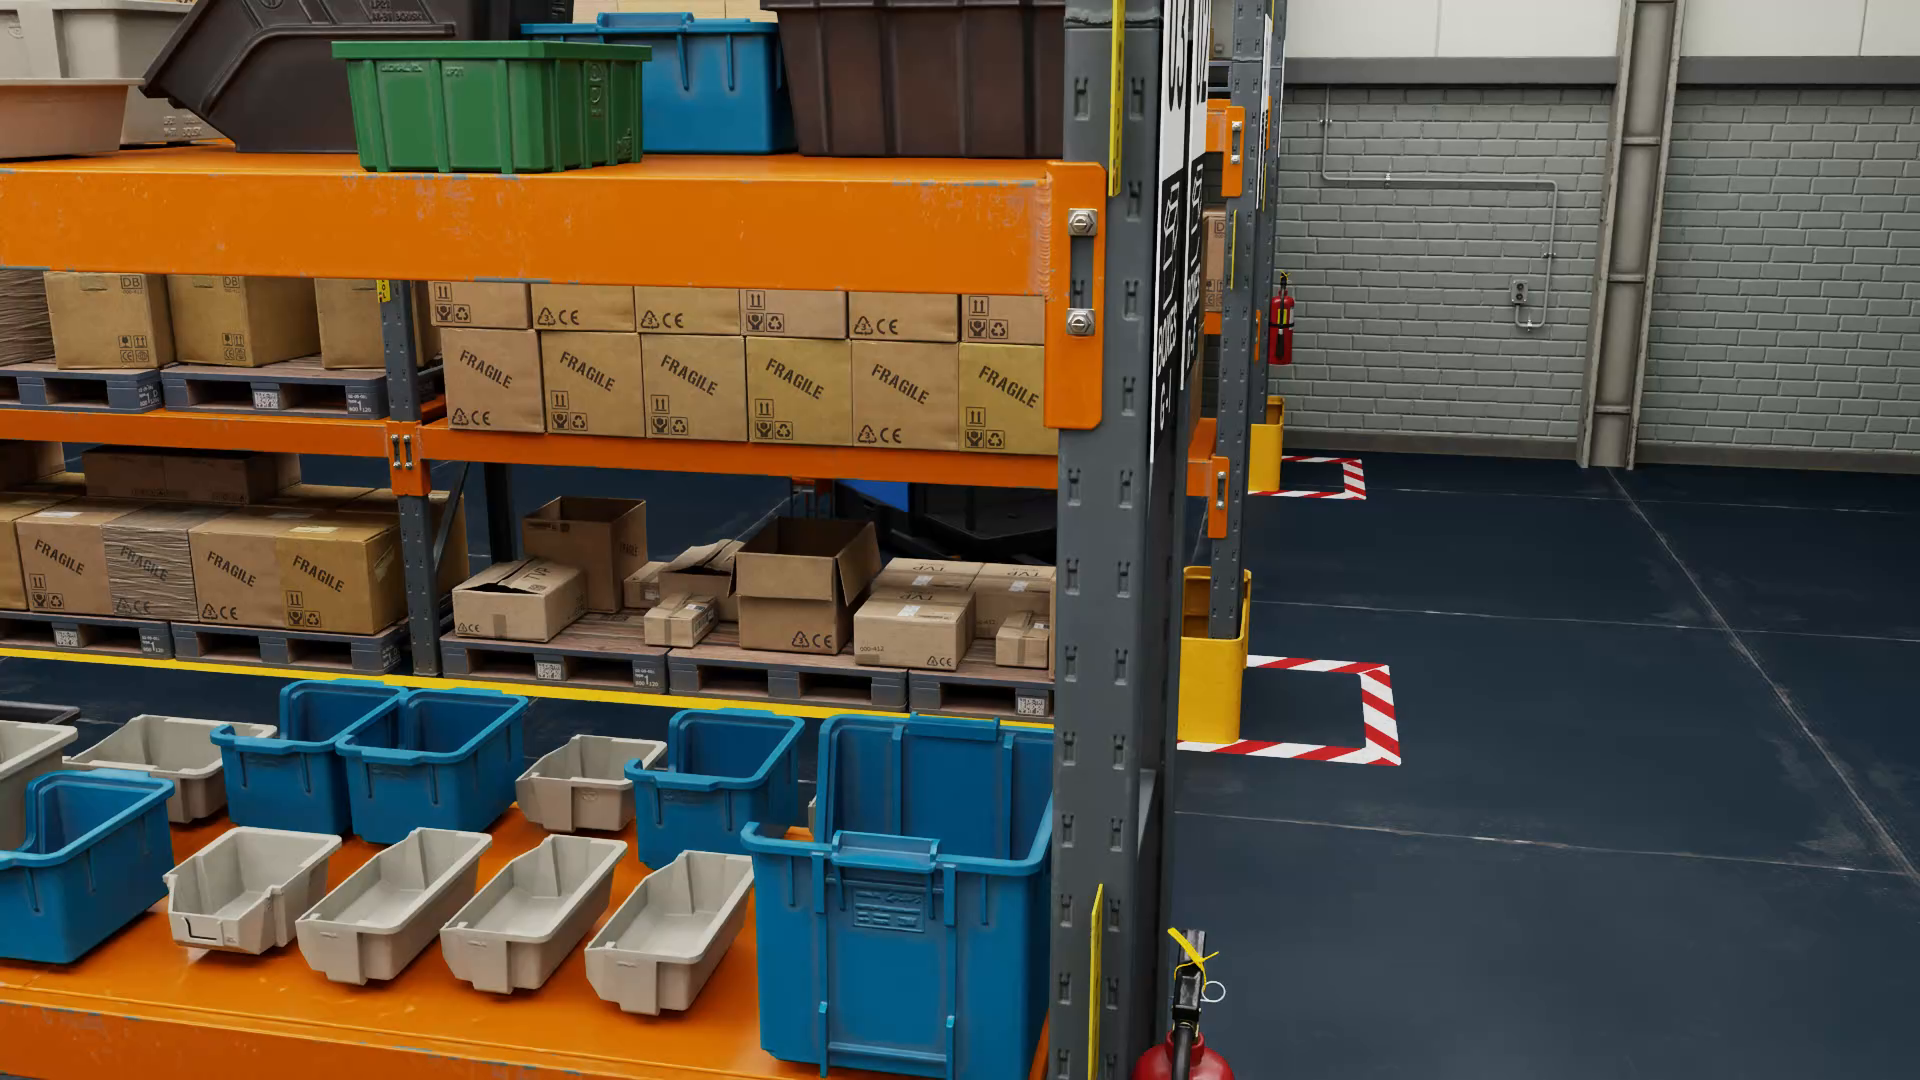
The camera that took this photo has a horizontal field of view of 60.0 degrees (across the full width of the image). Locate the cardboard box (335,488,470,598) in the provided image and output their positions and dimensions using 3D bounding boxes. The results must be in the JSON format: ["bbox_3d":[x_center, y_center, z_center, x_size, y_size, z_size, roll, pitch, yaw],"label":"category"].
[{"bbox_3d":[-3.053,0.025,9.139,0.500,0.500,0.500,2,16,9],"label":"cardboard box"}]

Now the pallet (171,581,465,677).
[{"bbox_3d":[-3.432,0.433,9.034,1.213,0.211,1.003,3,16,11],"label":"pallet"}]

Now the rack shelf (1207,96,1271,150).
[{"bbox_3d":[0.316,-3.166,12.532,4.000,0.370,1.077,3,16,11],"label":"rack shelf"}]

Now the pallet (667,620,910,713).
[{"bbox_3d":[-0.756,0.567,8.549,1.213,0.211,1.003,3,16,11],"label":"pallet"}]

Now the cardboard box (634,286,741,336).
[{"bbox_3d":[-1.213,-1.254,7.841,0.500,0.500,0.500,3,16,9],"label":"cardboard box"}]

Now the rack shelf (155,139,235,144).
[{"bbox_3d":[-4.588,-2.083,8.621,4.000,0.370,1.077,3,16,11],"label":"rack shelf"}]

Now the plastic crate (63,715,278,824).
[{"bbox_3d":[-1.852,0.530,3.841,0.466,0.136,0.293,3,16,11],"label":"plastic crate"}]

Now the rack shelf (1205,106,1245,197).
[{"bbox_3d":[-0.668,-1.870,7.853,4.000,0.370,1.077,3,16,11],"label":"rack shelf"}]

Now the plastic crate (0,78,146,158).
[{"bbox_3d":[-1.773,-0.733,2.893,0.530,0.136,0.437,3,16,11],"label":"plastic crate"}]

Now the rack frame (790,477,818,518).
[{"bbox_3d":[-1.049,-0.571,11.085,0.200,1.050,0.008,6,16,20],"label":"rack frame"}]

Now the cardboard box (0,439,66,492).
[{"bbox_3d":[-5.528,-0.469,9.520,0.500,0.250,0.500,4,16,13],"label":"cardboard box"}]

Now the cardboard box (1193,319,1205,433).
[{"bbox_3d":[0.910,-0.806,8.094,0.500,0.500,0.500,3,16,12],"label":"cardboard box"}]

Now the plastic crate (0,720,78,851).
[{"bbox_3d":[-2.159,0.576,3.405,0.530,0.282,0.437,3,16,11],"label":"plastic crate"}]

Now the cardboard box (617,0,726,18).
[{"bbox_3d":[-1.223,-2.345,7.565,0.500,0.250,0.500,3,16,11],"label":"cardboard box"}]

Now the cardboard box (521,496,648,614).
[{"bbox_3d":[-2.013,0.071,8.975,0.500,0.500,0.500,3,16,11],"label":"cardboard box"}]

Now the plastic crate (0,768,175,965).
[{"bbox_3d":[-1.762,0.640,3.263,0.300,0.233,0.416,3,16,11],"label":"plastic crate"}]

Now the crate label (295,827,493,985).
[{"bbox_3d":[-1.093,0.705,3.209,0.243,0.136,0.396,3,16,11],"label":"crate label"}]

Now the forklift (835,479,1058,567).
[{"bbox_3d":[0.346,-1.254,10.027,1.130,2.935,3.031,-9,18,-30],"label":"forklift"}]

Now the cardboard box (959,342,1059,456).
[{"bbox_3d":[0.290,-0.692,7.685,0.500,0.500,0.500,3,16,12],"label":"cardboard box"}]

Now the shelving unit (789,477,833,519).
[{"bbox_3d":[-1.006,-0.601,11.195,0.215,1.050,0.252,6,16,20],"label":"shelving unit"}]

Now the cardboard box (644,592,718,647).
[{"bbox_3d":[-1.410,0.398,8.419,0.250,0.166,0.380,3,16,11],"label":"cardboard box"}]

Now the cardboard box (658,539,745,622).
[{"bbox_3d":[-1.278,0.202,8.856,0.500,0.311,0.500,3,16,11],"label":"cardboard box"}]

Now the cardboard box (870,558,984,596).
[{"bbox_3d":[-0.164,0.292,8.646,0.500,0.250,0.500,3,16,11],"label":"cardboard box"}]

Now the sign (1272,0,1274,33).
[{"bbox_3d":[2.154,-3.654,11.434,0.005,0.325,0.100,3,16,11],"label":"sign"}]

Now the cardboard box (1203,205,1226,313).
[{"bbox_3d":[1.774,-2.130,12.501,0.700,0.700,0.980,4,16,14],"label":"cardboard box"}]

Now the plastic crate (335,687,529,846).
[{"bbox_3d":[-1.165,0.513,3.722,0.300,0.233,0.416,3,16,11],"label":"plastic crate"}]

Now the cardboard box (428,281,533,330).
[{"bbox_3d":[-2.222,-1.309,8.038,0.500,0.500,0.500,4,16,13],"label":"cardboard box"}]

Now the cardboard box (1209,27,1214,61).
[{"bbox_3d":[1.609,-3.688,12.374,0.500,0.250,0.500,4,16,14],"label":"cardboard box"}]

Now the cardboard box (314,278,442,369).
[{"bbox_3d":[-3.048,-1.212,8.774,0.500,0.500,0.700,-2,16,-8],"label":"cardboard box"}]

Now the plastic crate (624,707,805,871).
[{"bbox_3d":[-0.520,0.548,3.595,0.300,0.233,0.416,3,16,11],"label":"plastic crate"}]

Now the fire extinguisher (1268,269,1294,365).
[{"bbox_3d":[2.331,-1.615,12.047,0.183,0.674,0.296,3,16,11],"label":"fire extinguisher"}]

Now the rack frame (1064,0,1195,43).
[{"bbox_3d":[0.301,-2.260,2.295,0.127,3.000,1.000,3,16,11],"label":"rack frame"}]

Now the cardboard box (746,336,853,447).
[{"bbox_3d":[-0.692,-0.747,7.883,0.500,0.500,0.500,3,16,10],"label":"cardboard box"}]

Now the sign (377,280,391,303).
[{"bbox_3d":[-2.735,-1.290,7.862,0.005,0.325,0.100,3,16,11],"label":"sign"}]

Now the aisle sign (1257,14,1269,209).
[{"bbox_3d":[1.298,-1.834,7.124,0.004,0.787,0.394,3,16,11],"label":"aisle sign"}]

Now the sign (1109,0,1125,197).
[{"bbox_3d":[0.207,-0.620,2.187,0.005,0.325,0.100,3,16,11],"label":"sign"}]

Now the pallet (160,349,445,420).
[{"bbox_3d":[-3.389,-0.856,8.824,1.213,0.211,1.003,3,16,11],"label":"pallet"}]

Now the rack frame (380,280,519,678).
[{"bbox_3d":[-2.628,-0.878,8.541,0.127,3.000,1.000,3,16,11],"label":"rack frame"}]

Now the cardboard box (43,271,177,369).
[{"bbox_3d":[-4.371,-1.206,8.753,0.500,0.500,0.700,-1,16,-3],"label":"cardboard box"}]

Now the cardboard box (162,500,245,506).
[{"bbox_3d":[-4.066,-0.029,9.334,0.500,0.500,0.500,3,16,12],"label":"cardboard box"}]

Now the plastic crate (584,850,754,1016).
[{"bbox_3d":[-0.534,0.733,3.109,0.243,0.136,0.396,3,16,11],"label":"plastic crate"}]

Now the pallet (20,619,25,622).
[{"bbox_3d":[-5.824,0.303,9.503,1.213,0.211,1.003,3,16,11],"label":"pallet"}]

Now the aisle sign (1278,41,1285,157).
[{"bbox_3d":[2.286,-3.131,11.808,0.004,0.787,0.394,3,16,11],"label":"aisle sign"}]

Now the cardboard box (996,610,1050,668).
[{"bbox_3d":[0.331,0.479,8.127,0.250,0.166,0.380,3,16,11],"label":"cardboard box"}]

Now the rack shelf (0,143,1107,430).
[{"bbox_3d":[-1.659,-0.575,3.176,4.000,0.370,1.077,3,16,11],"label":"rack shelf"}]

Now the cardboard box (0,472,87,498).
[{"bbox_3d":[-5.077,-0.082,9.527,0.500,0.500,0.500,3,16,9],"label":"cardboard box"}]

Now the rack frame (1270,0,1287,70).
[{"bbox_3d":[2.275,-4.852,11.651,0.127,3.000,1.000,3,16,11],"label":"rack frame"}]

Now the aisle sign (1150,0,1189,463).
[{"bbox_3d":[0.313,-0.542,2.459,0.004,0.787,0.394,3,16,11],"label":"aisle sign"}]

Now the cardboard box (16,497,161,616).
[{"bbox_3d":[-4.641,0.082,8.936,0.500,0.500,0.500,3,16,9],"label":"cardboard box"}]

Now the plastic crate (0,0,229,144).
[{"bbox_3d":[-1.809,-0.956,3.429,0.530,0.282,0.437,3,16,11],"label":"plastic crate"}]

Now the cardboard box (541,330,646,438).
[{"bbox_3d":[-1.680,-0.801,8.078,0.500,0.500,0.500,3,16,12],"label":"cardboard box"}]

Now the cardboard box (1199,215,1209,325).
[{"bbox_3d":[0.910,-1.287,7.961,0.500,0.500,0.500,4,16,13],"label":"cardboard box"}]

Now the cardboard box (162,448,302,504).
[{"bbox_3d":[-4.033,-0.389,9.231,0.500,0.250,0.500,3,16,11],"label":"cardboard box"}]

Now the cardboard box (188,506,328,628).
[{"bbox_3d":[-3.651,0.135,8.743,0.500,0.500,0.500,3,16,11],"label":"cardboard box"}]

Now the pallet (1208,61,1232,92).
[{"bbox_3d":[1.546,-3.401,12.196,1.213,0.211,1.003,3,16,11],"label":"pallet"}]

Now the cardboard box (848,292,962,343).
[{"bbox_3d":[-0.203,-1.200,7.644,0.500,0.500,0.500,4,16,13],"label":"cardboard box"}]

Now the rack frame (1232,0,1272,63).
[{"bbox_3d":[1.292,-3.556,6.972,0.127,3.000,1.000,3,16,11],"label":"rack frame"}]

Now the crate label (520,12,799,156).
[{"bbox_3d":[-0.539,-0.877,3.198,0.502,0.251,0.408,3,16,11],"label":"crate label"}]

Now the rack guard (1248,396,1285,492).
[{"bbox_3d":[2.299,-0.755,12.781,0.348,0.500,1.175,3,16,11],"label":"rack guard"}]

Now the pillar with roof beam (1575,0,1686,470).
[{"bbox_3d":[4.236,-3.809,7.884,0.400,9.000,9.100,3,16,11],"label":"pillar with roof beam"}]
